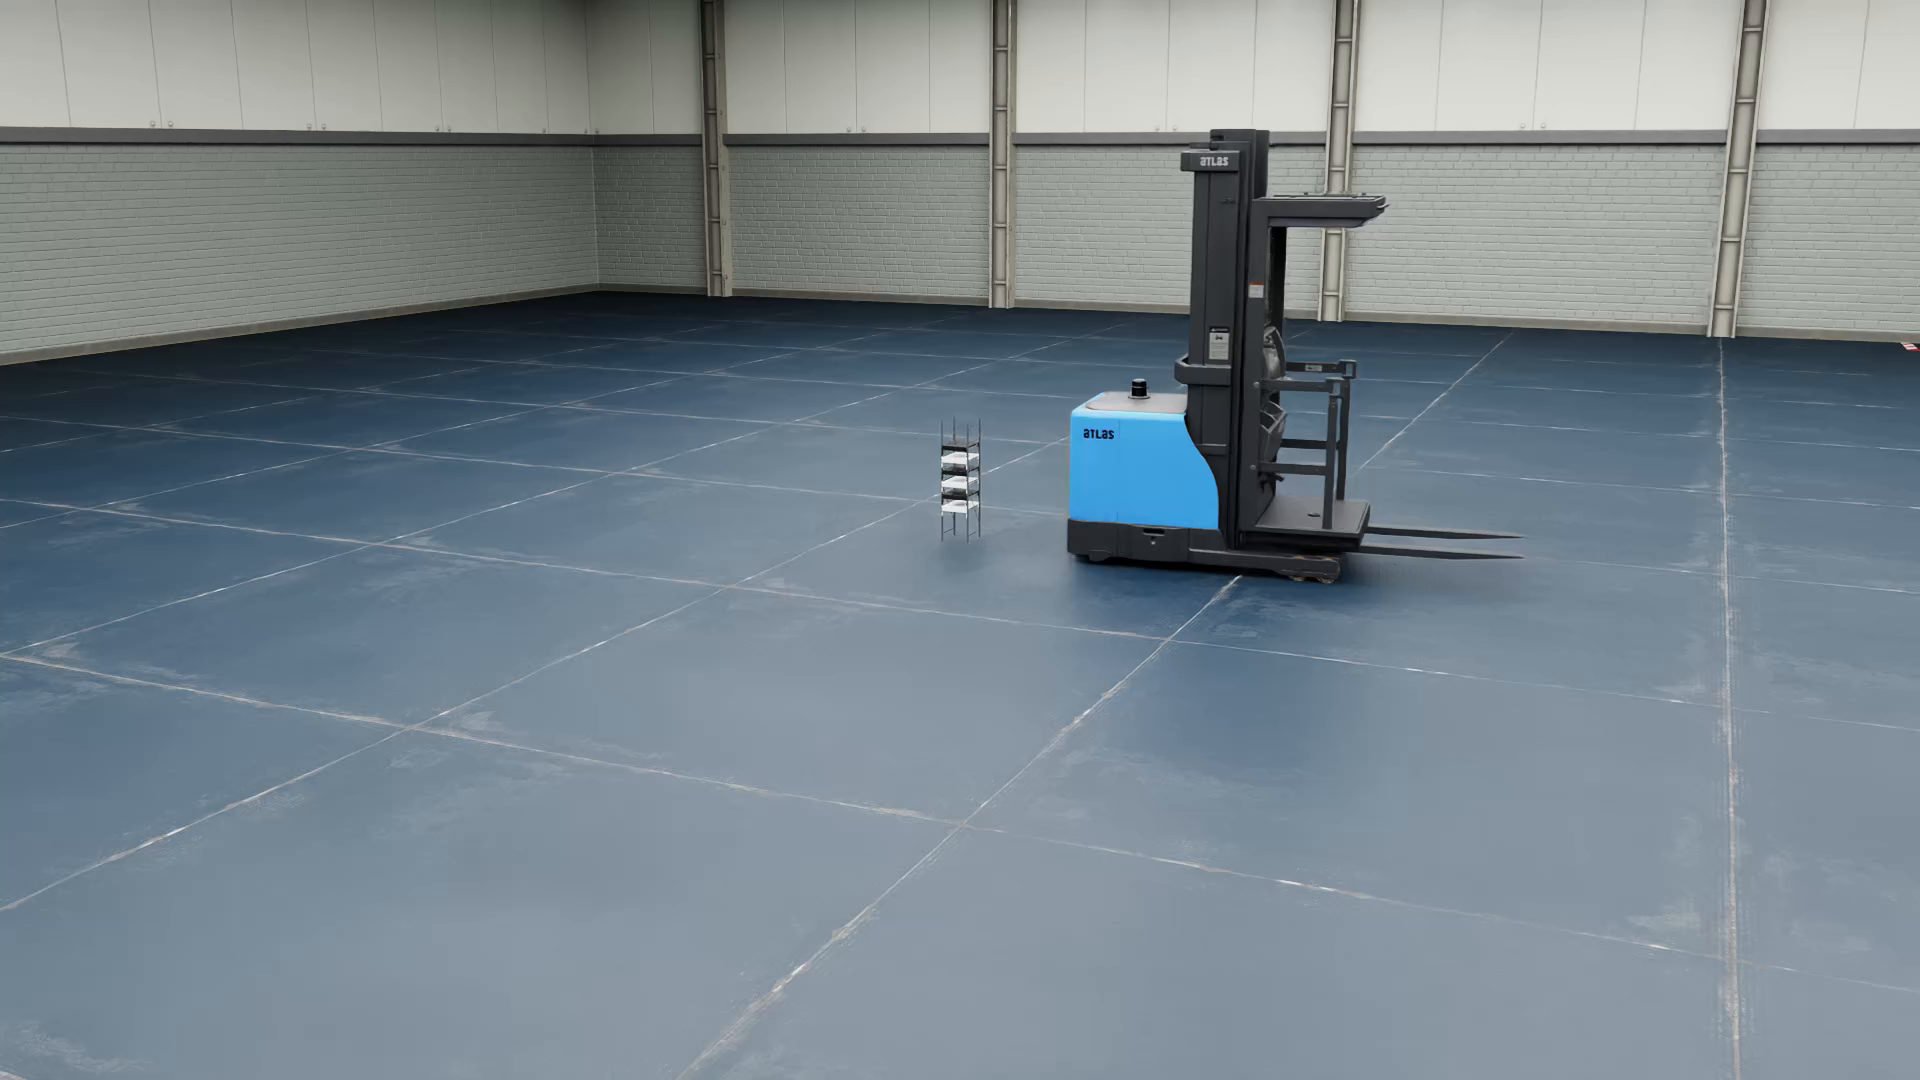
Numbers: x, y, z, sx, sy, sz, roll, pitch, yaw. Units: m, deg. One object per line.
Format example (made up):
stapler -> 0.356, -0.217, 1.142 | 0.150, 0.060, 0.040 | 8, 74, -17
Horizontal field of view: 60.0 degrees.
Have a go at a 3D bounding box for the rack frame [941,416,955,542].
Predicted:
rack frame -> -0.086, -0.447, 12.189 | 0.006, 0.900, 0.240 | 6, 14, 23

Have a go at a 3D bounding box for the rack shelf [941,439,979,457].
rack shelf -> 0.007, -0.668, 12.095 | 0.200, 0.077, 0.258 | 6, 14, 23

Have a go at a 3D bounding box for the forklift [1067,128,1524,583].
forklift -> 2.321, -1.276, 11.275 | 3.031, 2.935, 1.130 | 4, 14, 17

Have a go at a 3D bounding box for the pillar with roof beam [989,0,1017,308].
pillar with roof beam -> -0.980, -7.735, 25.520 | 0.400, 9.000, 9.100 | 6, 14, 23

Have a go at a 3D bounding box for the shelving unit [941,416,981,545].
shelving unit -> 0.007, -0.437, 12.149 | 0.210, 0.900, 0.258 | 6, 14, 23

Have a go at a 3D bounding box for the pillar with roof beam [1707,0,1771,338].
pillar with roof beam -> 9.992, -6.625, 20.788 | 0.400, 9.000, 9.100 | 6, 14, 23

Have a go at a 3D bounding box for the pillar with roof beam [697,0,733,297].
pillar with roof beam -> -6.466, -8.290, 27.886 | 0.400, 9.000, 9.100 | 6, 14, 23

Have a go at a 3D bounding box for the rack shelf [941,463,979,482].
rack shelf -> 0.007, -0.493, 12.136 | 0.200, 0.077, 0.258 | 6, 14, 23

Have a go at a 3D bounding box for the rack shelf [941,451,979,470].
rack shelf -> 0.007, -0.580, 12.115 | 0.200, 0.077, 0.258 | 6, 14, 23

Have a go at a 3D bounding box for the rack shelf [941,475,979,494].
rack shelf -> 0.007, -0.405, 12.156 | 0.200, 0.077, 0.258 | 6, 14, 23

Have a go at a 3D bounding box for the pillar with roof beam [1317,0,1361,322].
pillar with roof beam -> 4.506, -7.180, 23.154 | 0.400, 9.000, 9.100 | 6, 14, 23

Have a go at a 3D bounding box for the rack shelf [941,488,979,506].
rack shelf -> 0.007, -0.317, 12.177 | 0.200, 0.077, 0.258 | 6, 14, 23

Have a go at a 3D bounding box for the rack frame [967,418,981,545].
rack frame -> 0.100, -0.428, 12.109 | 0.006, 0.900, 0.240 | 6, 14, 23

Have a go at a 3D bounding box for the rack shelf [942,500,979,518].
rack shelf -> 0.007, -0.230, 12.198 | 0.200, 0.077, 0.258 | 6, 14, 23
